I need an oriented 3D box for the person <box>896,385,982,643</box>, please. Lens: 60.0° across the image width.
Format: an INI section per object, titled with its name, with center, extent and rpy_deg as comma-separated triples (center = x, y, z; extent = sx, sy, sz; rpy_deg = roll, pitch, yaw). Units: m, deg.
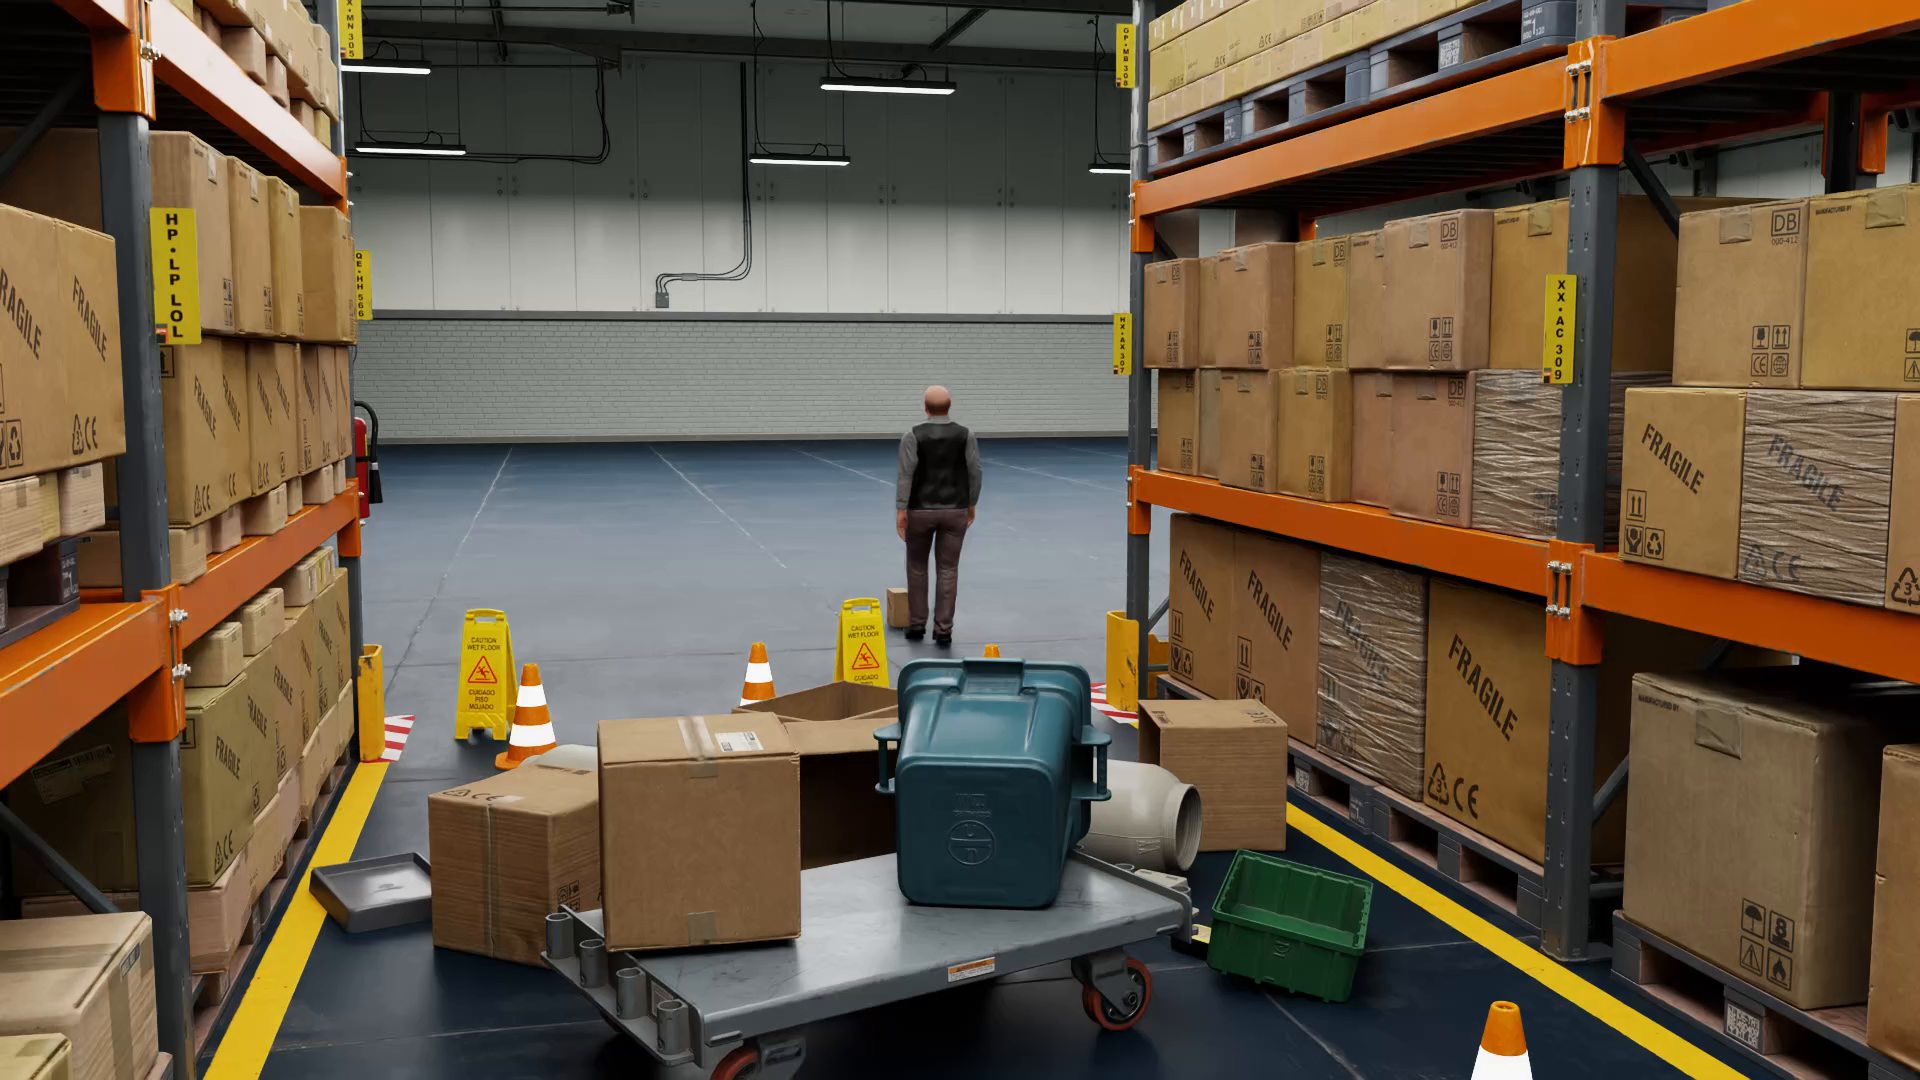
[person]
center = -0.150, -0.165, 11.200
extent = 0.584, 1.752, 0.620
rpy_deg = 0, 6, -4
